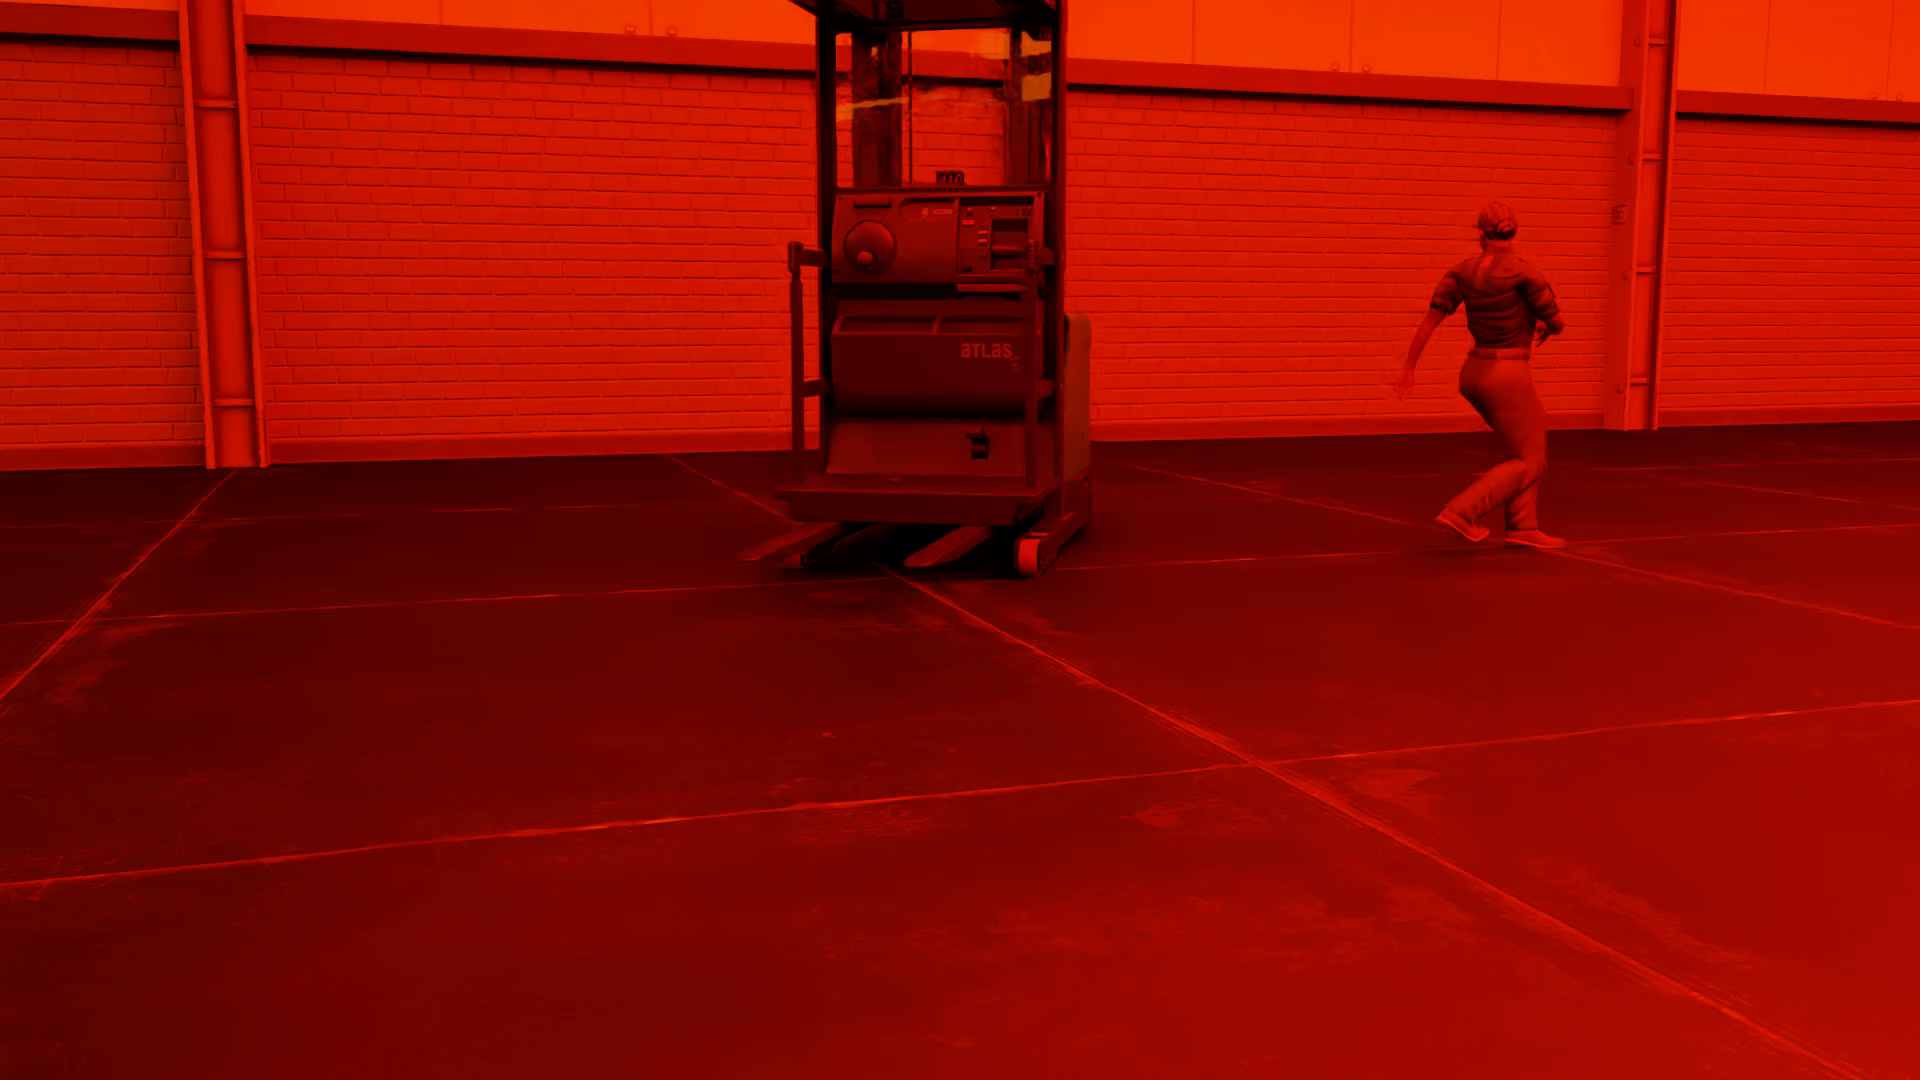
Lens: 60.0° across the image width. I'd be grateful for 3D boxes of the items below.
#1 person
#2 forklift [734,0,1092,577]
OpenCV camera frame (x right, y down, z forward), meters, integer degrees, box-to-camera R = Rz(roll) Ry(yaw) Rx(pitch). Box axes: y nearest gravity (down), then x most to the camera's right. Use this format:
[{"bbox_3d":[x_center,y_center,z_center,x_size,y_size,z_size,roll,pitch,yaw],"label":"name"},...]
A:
[{"bbox_3d":[2.426,-0.732,7.548,0.776,1.582,0.507,-2,8,-17],"label":"person"},{"bbox_3d":[-0.139,-1.352,6.987,1.130,2.935,3.031,2,8,12],"label":"forklift"}]
